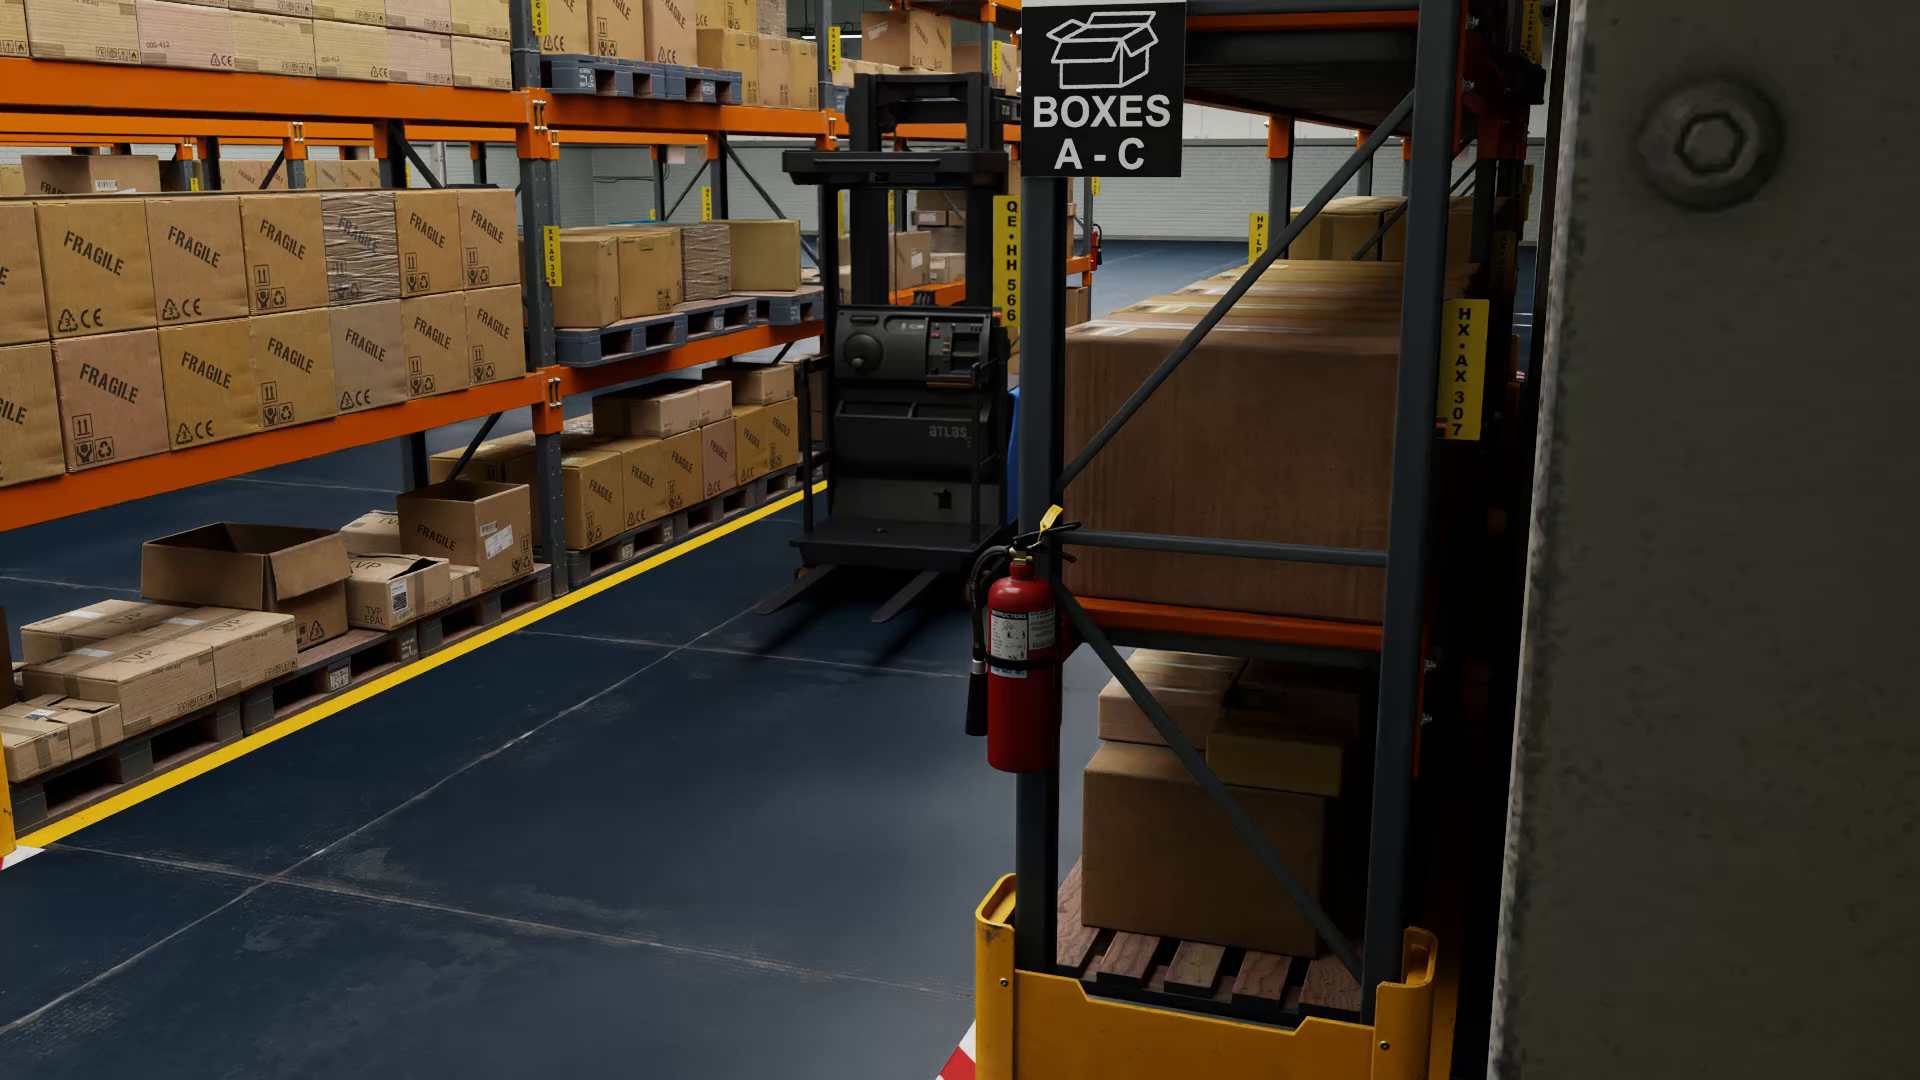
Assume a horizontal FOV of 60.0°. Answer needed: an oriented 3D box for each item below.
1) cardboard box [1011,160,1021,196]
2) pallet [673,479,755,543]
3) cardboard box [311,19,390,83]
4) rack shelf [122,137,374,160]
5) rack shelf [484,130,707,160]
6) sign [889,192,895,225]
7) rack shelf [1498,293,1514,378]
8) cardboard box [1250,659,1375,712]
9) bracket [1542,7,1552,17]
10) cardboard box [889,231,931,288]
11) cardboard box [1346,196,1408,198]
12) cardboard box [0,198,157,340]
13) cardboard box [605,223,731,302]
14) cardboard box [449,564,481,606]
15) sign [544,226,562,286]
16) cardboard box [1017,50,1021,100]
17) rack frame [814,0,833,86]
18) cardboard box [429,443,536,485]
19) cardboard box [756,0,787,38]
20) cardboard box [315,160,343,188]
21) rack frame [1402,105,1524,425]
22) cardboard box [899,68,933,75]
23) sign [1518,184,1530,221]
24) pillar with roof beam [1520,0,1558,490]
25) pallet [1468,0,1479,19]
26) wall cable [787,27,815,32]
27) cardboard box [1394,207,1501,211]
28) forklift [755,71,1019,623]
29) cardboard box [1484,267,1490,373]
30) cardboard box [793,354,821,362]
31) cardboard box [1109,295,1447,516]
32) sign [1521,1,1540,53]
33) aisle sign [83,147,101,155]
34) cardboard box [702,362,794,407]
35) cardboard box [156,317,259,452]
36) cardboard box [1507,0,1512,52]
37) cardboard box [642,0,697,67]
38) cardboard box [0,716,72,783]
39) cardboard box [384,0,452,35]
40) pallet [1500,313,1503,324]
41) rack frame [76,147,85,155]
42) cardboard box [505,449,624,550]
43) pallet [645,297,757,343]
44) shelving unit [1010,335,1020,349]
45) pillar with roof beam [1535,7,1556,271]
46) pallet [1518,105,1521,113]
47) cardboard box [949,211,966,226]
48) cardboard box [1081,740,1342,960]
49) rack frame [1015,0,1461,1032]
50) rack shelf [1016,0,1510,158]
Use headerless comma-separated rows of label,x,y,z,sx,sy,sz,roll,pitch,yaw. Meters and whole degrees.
cardboard box,0.297,-3.845,17.951,0.700,0.500,0.500,4,14,18
pallet,-2.134,-0.245,11.589,1.003,0.211,1.213,4,14,18
cardboard box,-2.986,-2.230,7.615,0.500,0.250,0.500,4,14,18
rack shelf,-8.891,-5.104,21.486,1.077,0.370,4.000,4,14,18
rack shelf,-4.205,-4.748,19.924,1.077,0.370,4.000,4,14,18
sign,-0.692,-3.358,16.835,0.100,0.325,0.005,4,14,18
rack shelf,3.875,-1.730,13.443,1.077,0.370,4.000,4,14,18
cardboard box,1.165,0.449,5.494,0.380,0.149,0.250,4,14,19
bracket,15.645,-14.069,44.314,0.235,0.232,0.430,4,14,18
cardboard box,-0.600,-2.635,15.566,0.500,0.500,0.500,5,14,22
cardboard box,2.828,-2.145,11.024,0.500,0.250,0.500,5,14,20
cardboard box,-3.494,-1.052,6.385,0.500,0.500,0.500,5,14,19
cardboard box,-2.034,-1.949,11.619,0.700,0.500,0.500,7,15,29
cardboard box,-2.735,0.226,8.675,0.380,0.149,0.250,4,14,18
sign,-2.238,-1.558,9.126,0.100,0.325,0.005,4,14,18
cardboard box,0.486,-4.981,17.839,0.797,0.503,0.637,6,14,25
rack frame,-1.460,-4.940,12.409,1.000,3.000,0.127,4,14,18
cardboard box,-2.866,-0.293,10.162,0.500,0.500,0.500,4,14,18
cardboard box,-1.607,-3.923,12.220,0.500,0.500,0.500,4,14,18
cardboard box,-8.509,-4.751,21.921,0.500,0.500,0.500,4,14,18
rack frame,4.522,-2.502,15.208,1.000,3.000,0.127,4,14,18
cardboard box,-0.549,-4.207,15.330,0.500,0.250,0.500,3,13,13
sign,5.049,-3.027,14.907,0.100,0.325,0.005,4,14,18
pillar with roof beam,0.394,-5.106,13.134,9.100,9.000,0.400,4,14,18
pallet,0.870,-1.551,4.501,1.003,0.211,1.213,4,14,18
wall cable,-5.998,-17.917,54.671,3.097,2.526,0.112,4,14,18
cardboard box,2.492,-1.575,8.525,0.500,0.250,0.500,5,14,19
forklift,-0.326,-1.151,9.443,1.130,2.935,3.031,3,13,14
cardboard box,2.321,-1.099,8.126,0.500,0.500,0.500,4,13,16
cardboard box,-1.196,-1.497,14.781,0.500,0.311,0.500,4,14,18
cardboard box,1.020,-0.383,5.253,0.980,0.700,0.700,4,14,18
sign,3.751,-3.371,10.935,0.100,0.325,0.005,4,14,18
aisle sign,-13.165,-6.096,25.114,0.394,0.787,0.004,4,14,18
cardboard box,-1.555,-1.151,12.232,0.500,0.250,0.500,5,14,21
cardboard box,-3.329,-0.669,6.952,0.500,0.500,0.500,4,14,18
cardboard box,2.813,-3.048,9.647,0.700,0.500,0.500,5,14,21
cardboard box,-2.093,-3.320,10.657,0.600,0.600,0.600,4,13,16
cardboard box,-3.588,0.781,6.243,0.380,0.149,0.250,4,14,18
cardboard box,-2.820,-2.579,8.020,0.500,0.250,0.500,4,14,18
pallet,3.358,-1.724,12.230,1.213,0.211,1.003,4,14,18
rack frame,-12.904,-4.792,25.243,1.000,3.000,0.127,4,14,18
cardboard box,-2.367,-0.253,9.985,0.500,0.500,0.500,4,13,16
pallet,-2.085,-1.512,11.303,1.003,0.211,1.213,4,14,18
shelving unit,0.161,-0.894,11.534,0.538,1.500,1.048,3,13,14
pillar with roof beam,8.159,-10.159,35.274,9.100,9.000,0.400,4,14,18
pallet,3.889,-3.532,13.401,1.213,0.211,1.003,4,14,18
cardboard box,0.104,-3.265,16.870,0.380,0.149,0.250,4,14,18
cardboard box,0.772,0.884,5.046,0.700,0.500,0.500,4,14,18
rack frame,0.640,0.025,4.138,1.000,3.000,0.127,4,14,18
rack shelf,1.287,-1.508,5.729,1.077,0.370,4.000,4,14,18
